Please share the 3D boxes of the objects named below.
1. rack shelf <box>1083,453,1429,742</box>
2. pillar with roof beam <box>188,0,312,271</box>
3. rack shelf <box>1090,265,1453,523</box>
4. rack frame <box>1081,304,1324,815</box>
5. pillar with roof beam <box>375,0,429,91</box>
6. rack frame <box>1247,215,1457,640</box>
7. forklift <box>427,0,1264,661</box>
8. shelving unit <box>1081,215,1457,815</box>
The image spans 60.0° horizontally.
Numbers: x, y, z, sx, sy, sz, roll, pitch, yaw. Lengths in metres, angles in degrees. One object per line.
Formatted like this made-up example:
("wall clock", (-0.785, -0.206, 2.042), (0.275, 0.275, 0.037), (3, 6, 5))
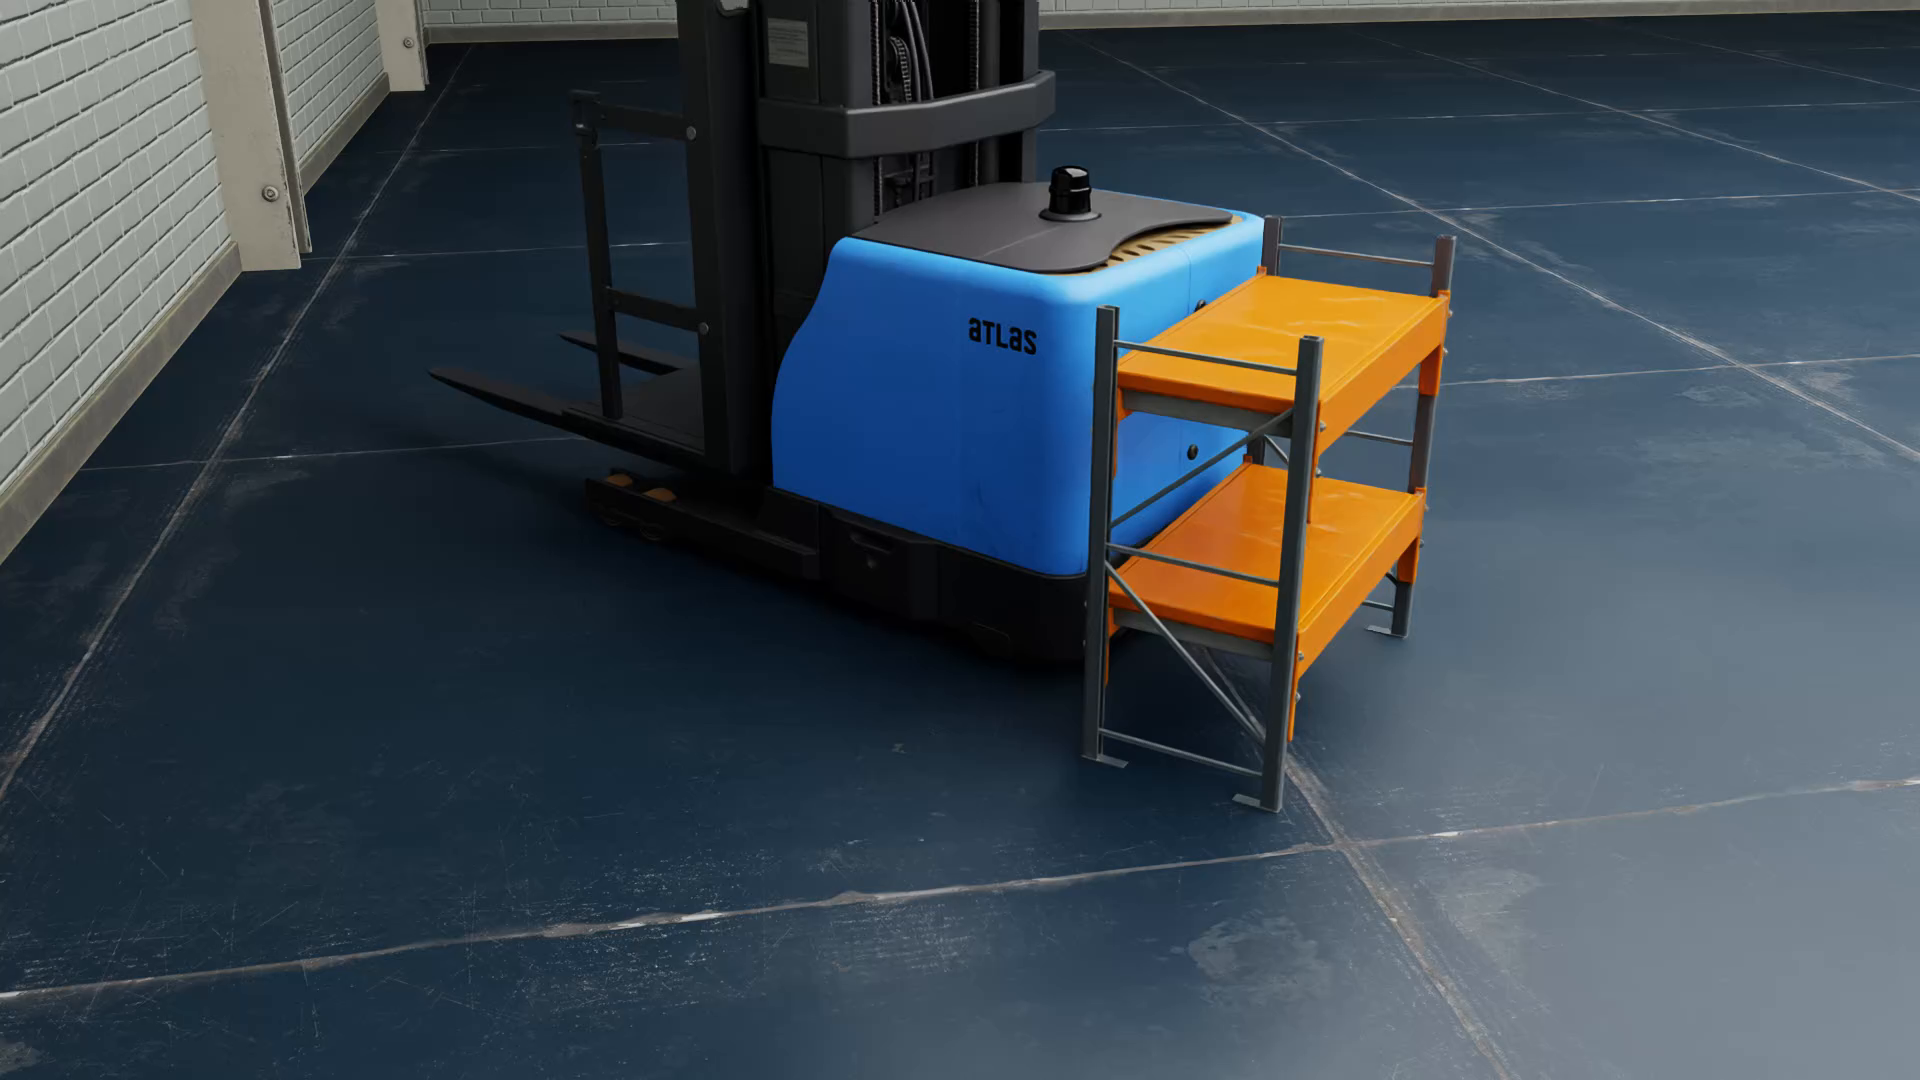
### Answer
("rack shelf", (0.773, 0.107, 4.211), (0.538, 0.278, 1.000), (13, 27, 27))
("pillar with roof beam", (0.712, -5.877, 7.464), (9.100, 9.000, 0.400), (-4, 24, -10))
("rack shelf", (0.773, -0.386, 3.996), (0.538, 0.278, 1.000), (13, 27, 27))
("rack frame", (0.518, 0.059, 3.711), (0.500, 1.125, 0.032), (13, 27, 27))
("pillar with roof beam", (-0.398, -8.237, 12.867), (9.100, 9.000, 0.400), (-4, 24, -10))
("rack frame", (1.028, -0.294, 4.517), (0.500, 1.125, 0.032), (13, 27, 27))
("forklift", (-0.574, -1.486, 4.991), (3.031, 2.935, 1.130), (18, 29, 35))
("shelving unit", (0.773, -0.117, 4.114), (0.538, 1.125, 1.048), (13, 27, 27))
